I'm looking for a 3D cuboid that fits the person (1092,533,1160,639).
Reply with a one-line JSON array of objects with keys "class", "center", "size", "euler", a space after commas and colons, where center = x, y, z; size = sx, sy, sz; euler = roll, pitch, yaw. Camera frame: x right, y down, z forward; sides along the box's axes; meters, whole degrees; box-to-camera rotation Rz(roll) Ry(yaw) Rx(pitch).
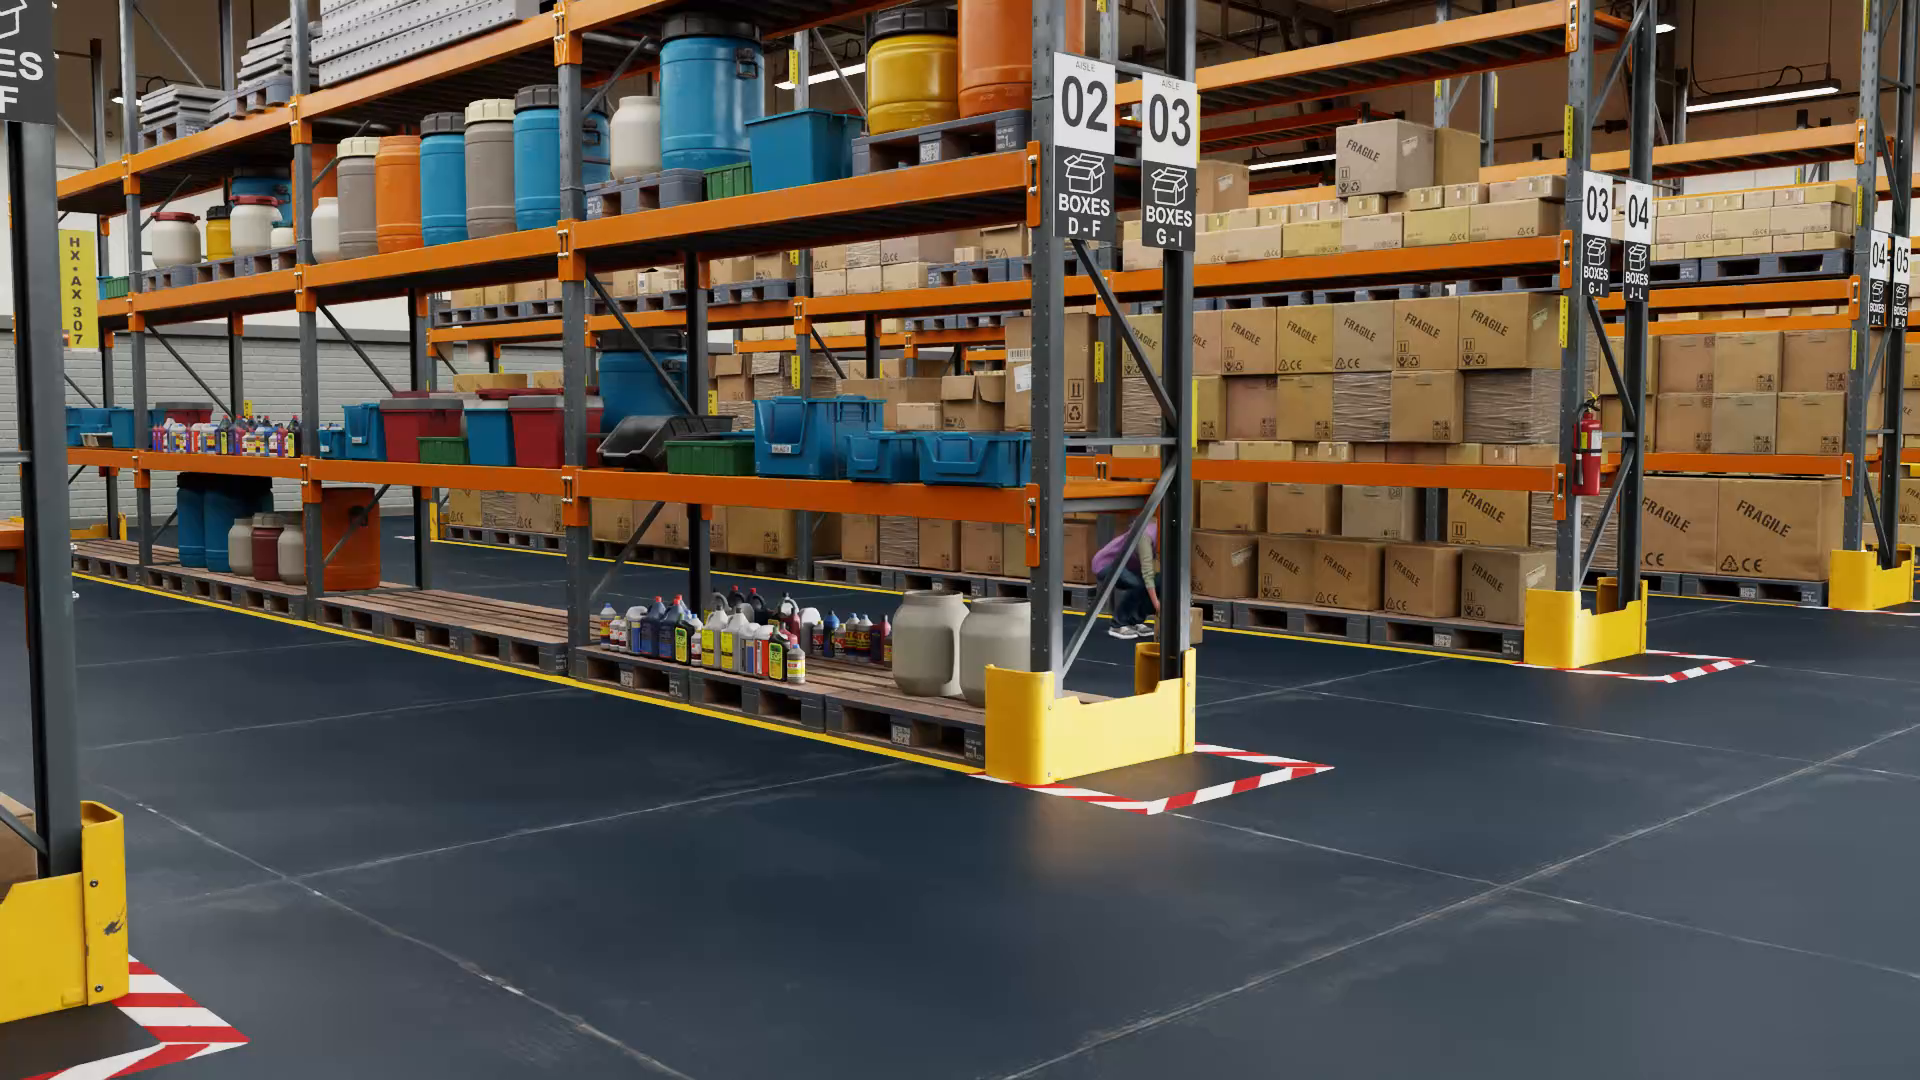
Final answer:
[{"class": "person", "center": [1.348, 0.306, 12.292], "size": [0.437, 0.844, 0.802], "euler": [-4, 6, -44]}]
